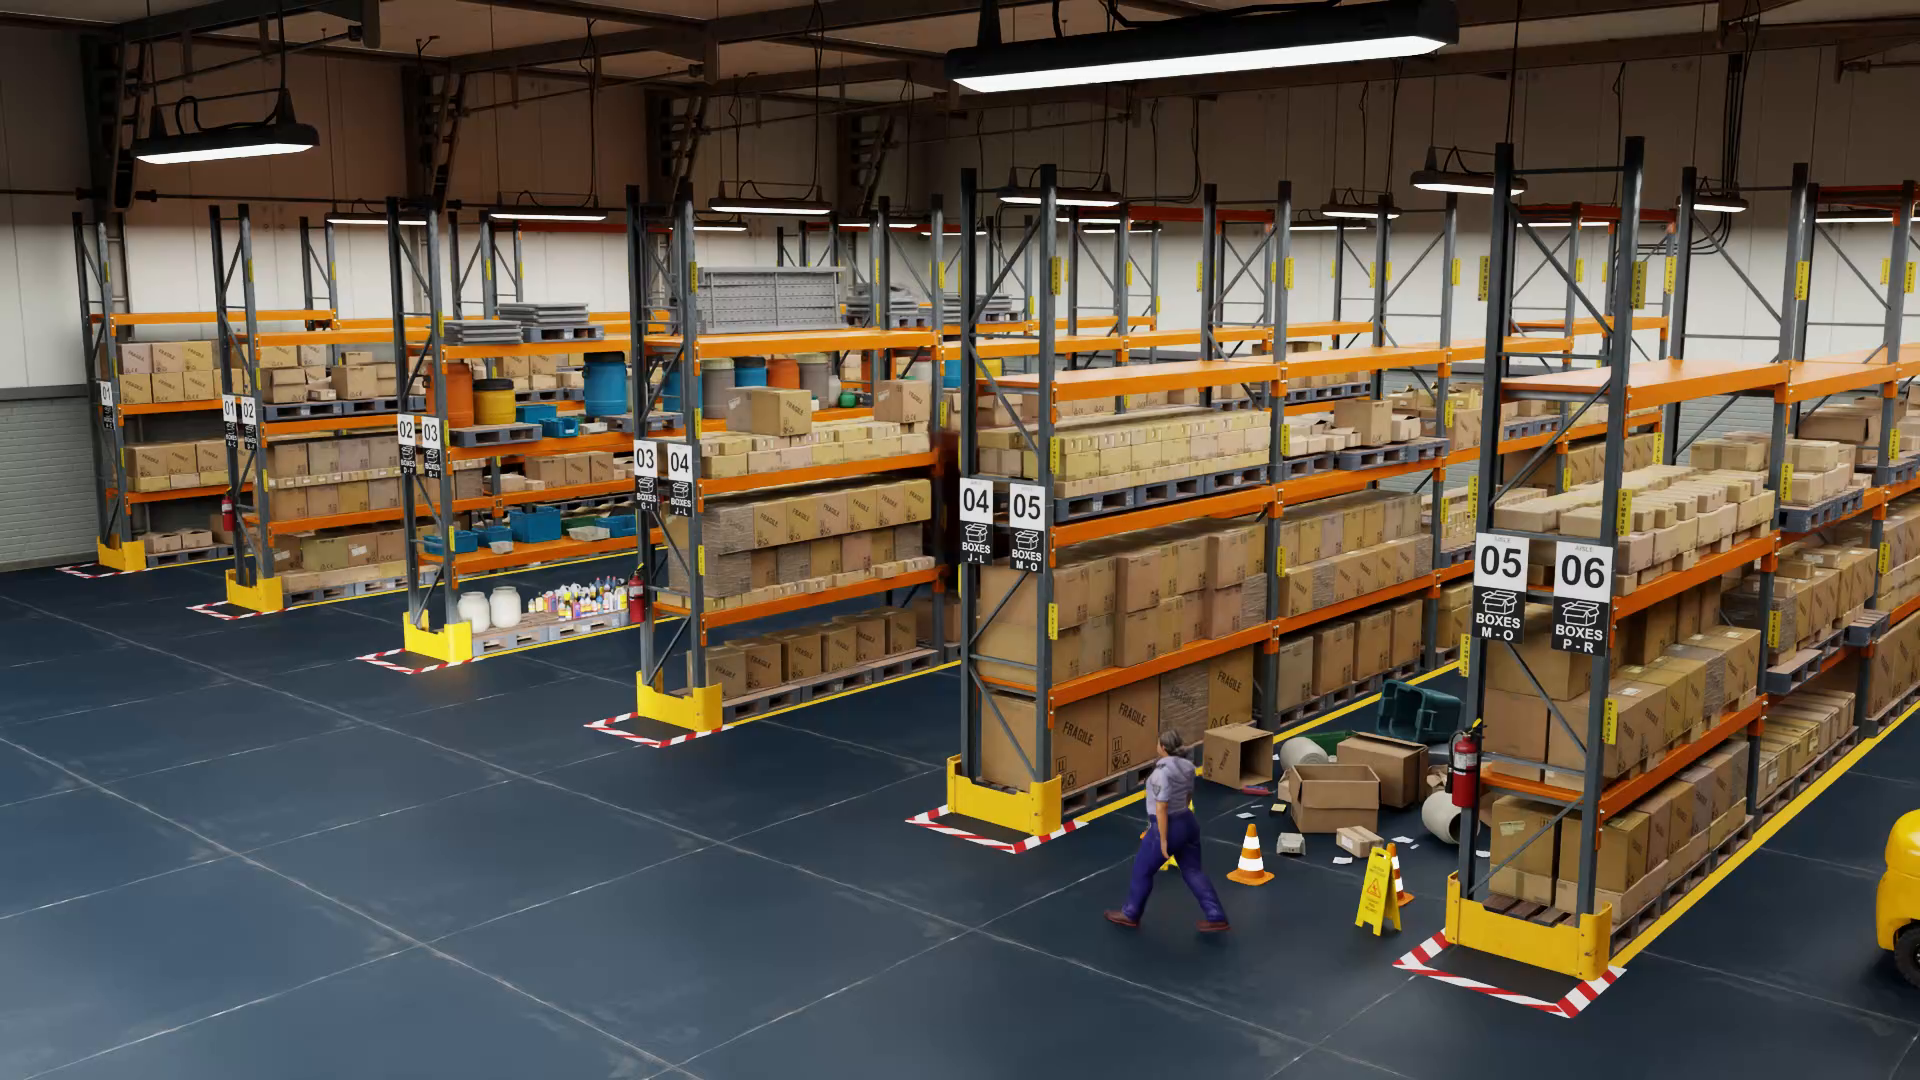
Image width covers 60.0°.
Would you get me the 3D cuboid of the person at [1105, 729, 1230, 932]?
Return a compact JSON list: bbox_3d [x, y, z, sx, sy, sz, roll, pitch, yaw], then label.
[{"bbox_3d":[1.620,2.245,12.873,0.975,1.600,0.503,7,12,37],"label":"person"}]
